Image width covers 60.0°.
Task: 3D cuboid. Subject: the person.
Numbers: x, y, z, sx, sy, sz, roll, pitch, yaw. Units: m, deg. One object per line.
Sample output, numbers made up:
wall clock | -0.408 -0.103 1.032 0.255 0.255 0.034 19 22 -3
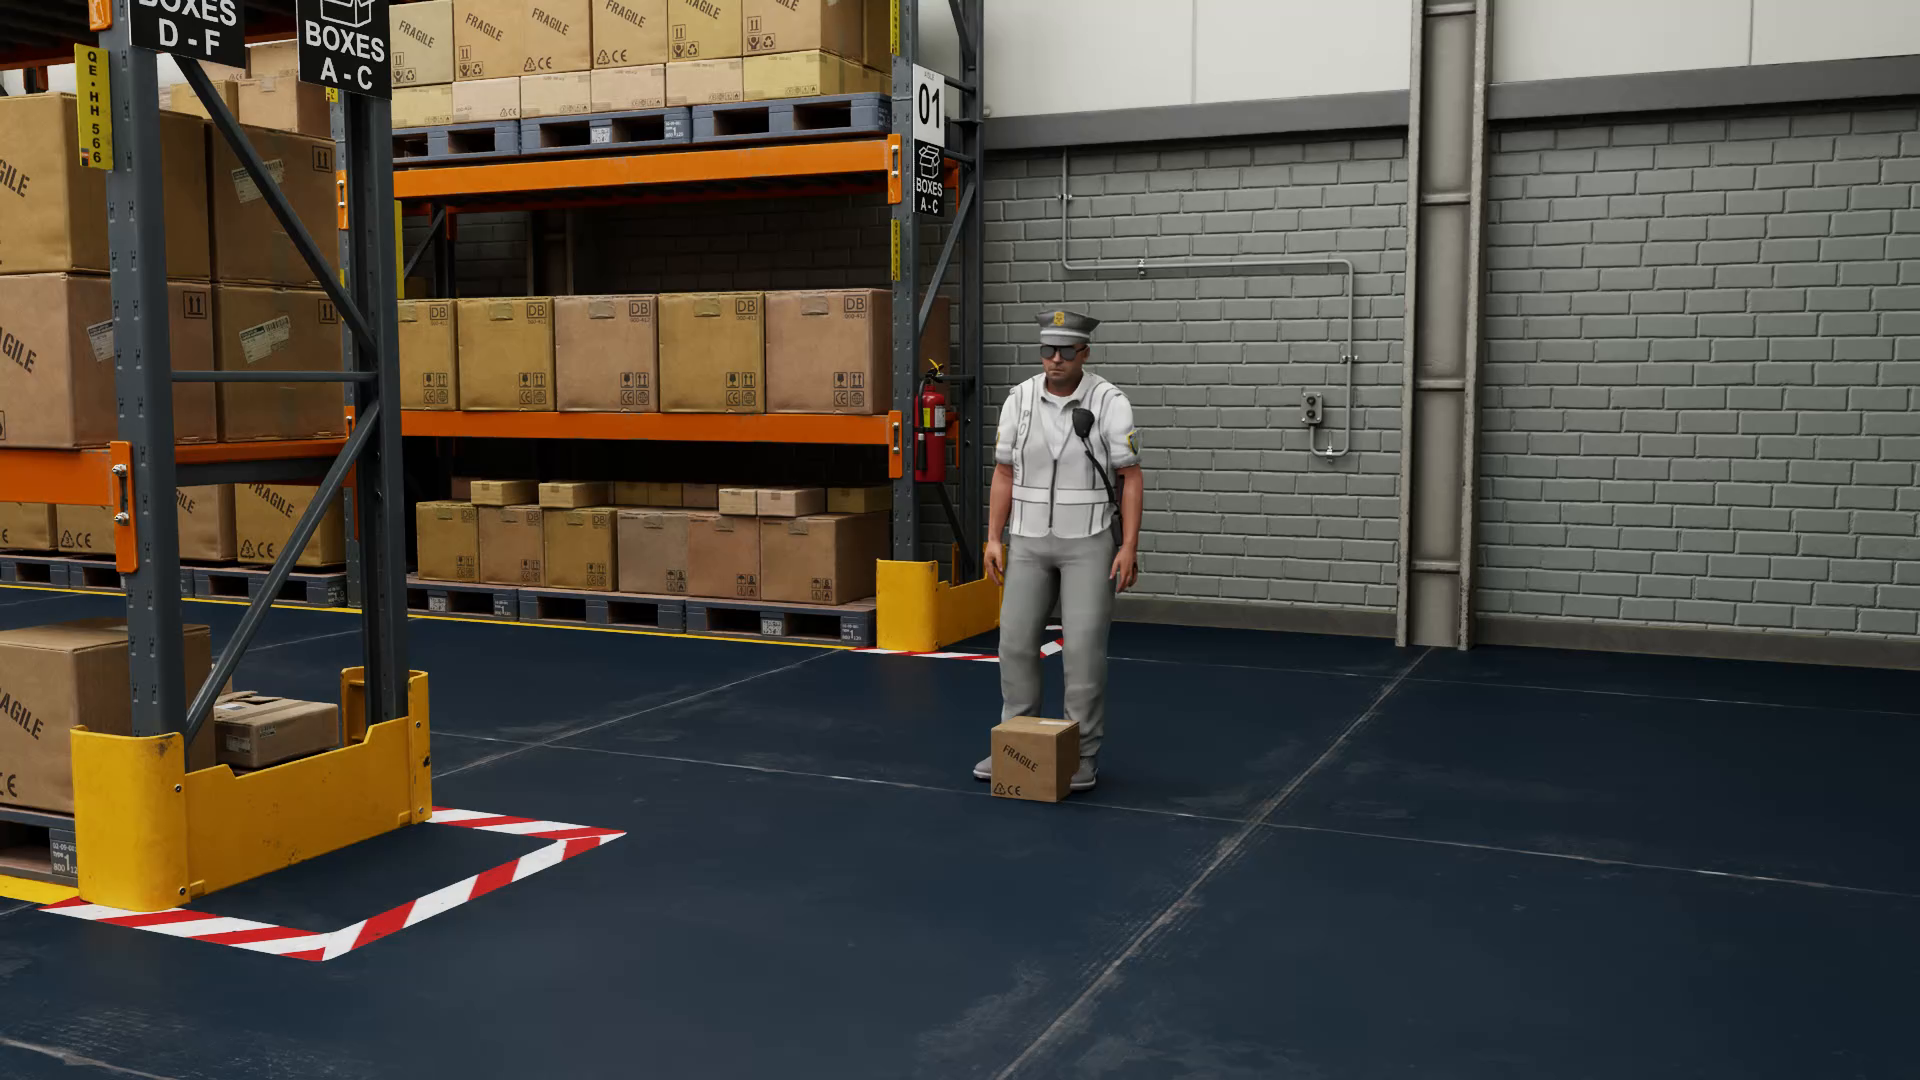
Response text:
person | 0.378 0.026 6.216 0.606 1.749 0.473 2 6 20
